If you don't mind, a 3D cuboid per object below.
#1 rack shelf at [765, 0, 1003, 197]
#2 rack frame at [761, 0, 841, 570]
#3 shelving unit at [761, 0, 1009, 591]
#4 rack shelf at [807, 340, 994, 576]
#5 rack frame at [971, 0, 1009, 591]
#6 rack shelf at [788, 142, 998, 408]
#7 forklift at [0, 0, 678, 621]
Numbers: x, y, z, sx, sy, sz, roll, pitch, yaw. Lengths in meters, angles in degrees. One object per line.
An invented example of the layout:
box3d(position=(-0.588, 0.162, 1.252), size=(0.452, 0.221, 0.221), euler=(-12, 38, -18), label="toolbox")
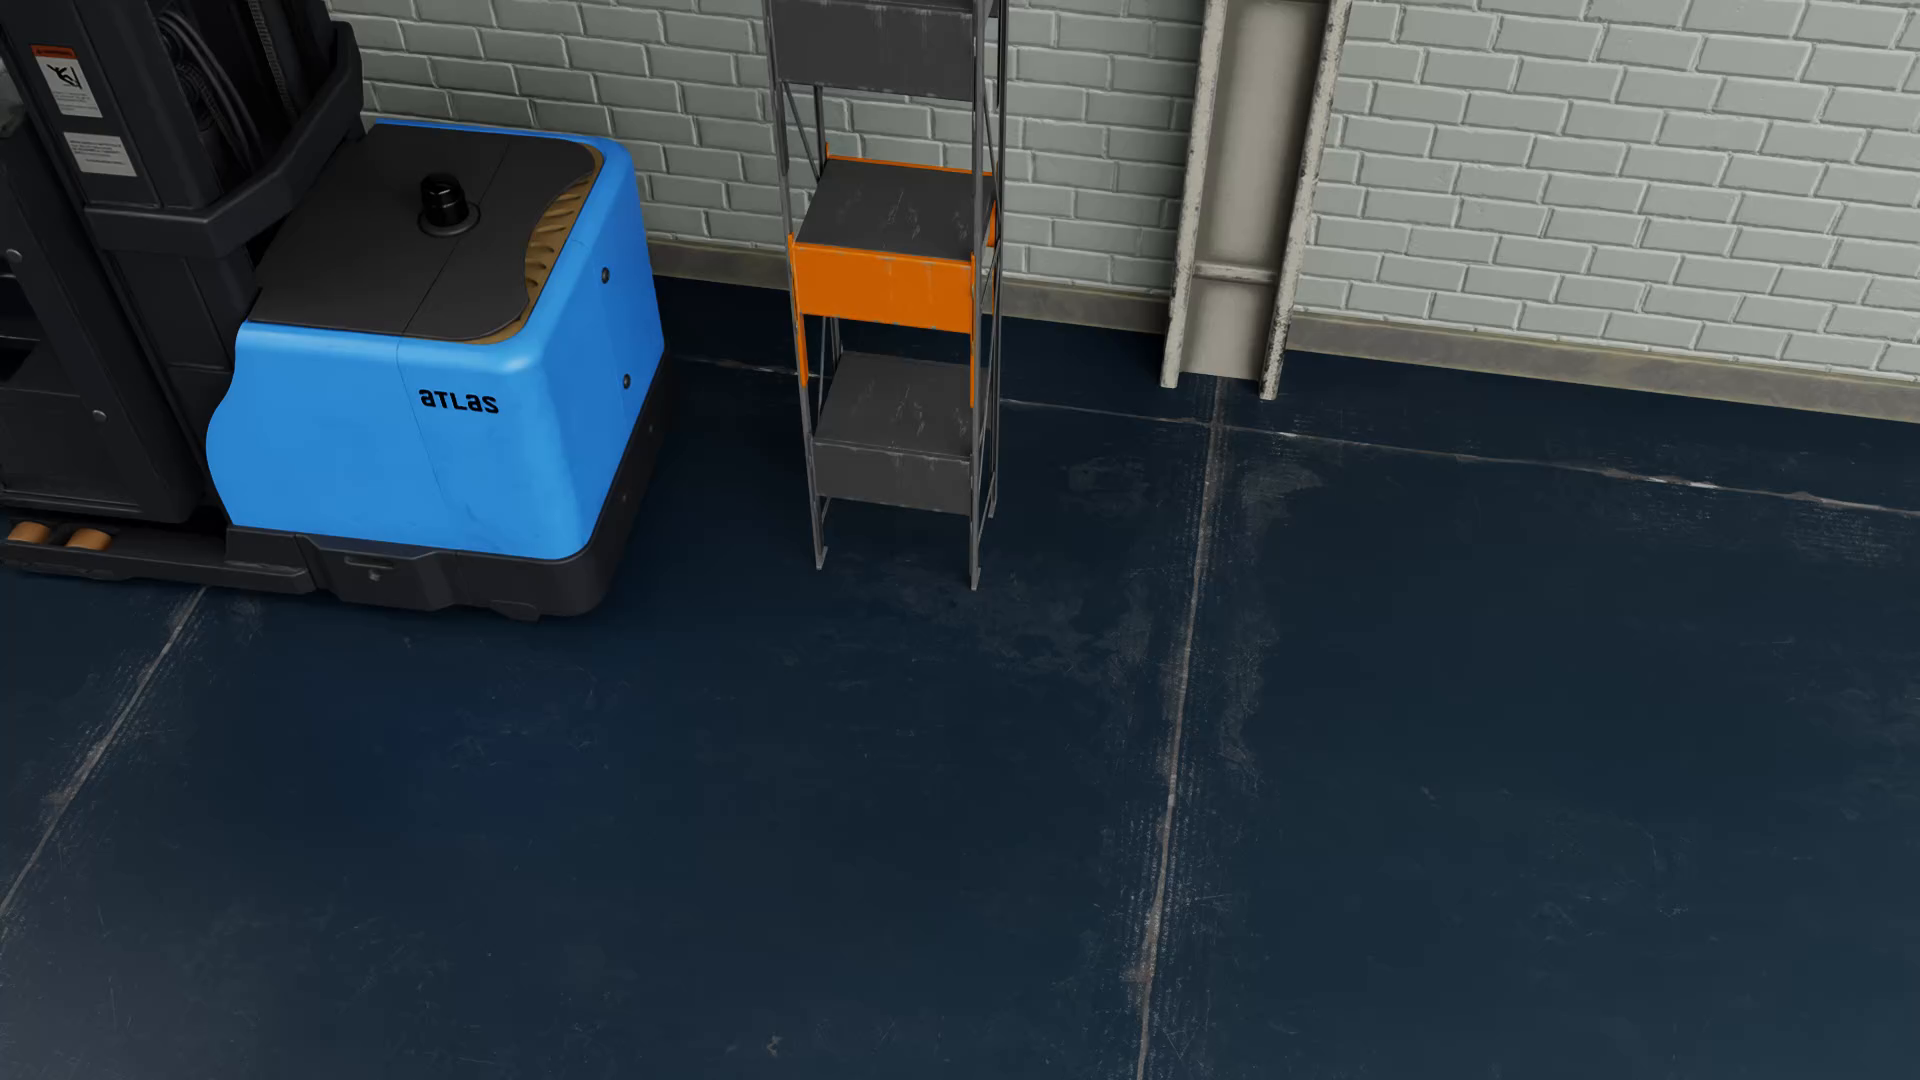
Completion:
box3d(position=(-0.163, -1.182, 3.978), size=(0.480, 0.518, 0.431), euler=(8, 49, 7), label="rack shelf")
box3d(position=(-0.403, -0.756, 4.518), size=(0.015, 2.100, 0.400), euler=(8, 49, 7), label="rack frame")
box3d(position=(-0.163, -0.724, 4.489), size=(0.503, 2.100, 0.431), euler=(8, 49, 7), label="shelving unit")
box3d(position=(-0.163, -0.247, 5.019), size=(0.480, 0.518, 0.431), euler=(8, 49, 7), label="rack shelf")
box3d(position=(0.077, -0.691, 4.460), size=(0.015, 2.100, 0.400), euler=(8, 49, 7), label="rack frame")
box3d(position=(-0.163, -0.715, 4.499), size=(0.480, 0.518, 0.431), euler=(8, 49, 7), label="rack shelf")
box3d(position=(-2.504, -1.240, 4.394), size=(3.031, 2.935, 1.130), euler=(6, 48, 5), label="forklift")
